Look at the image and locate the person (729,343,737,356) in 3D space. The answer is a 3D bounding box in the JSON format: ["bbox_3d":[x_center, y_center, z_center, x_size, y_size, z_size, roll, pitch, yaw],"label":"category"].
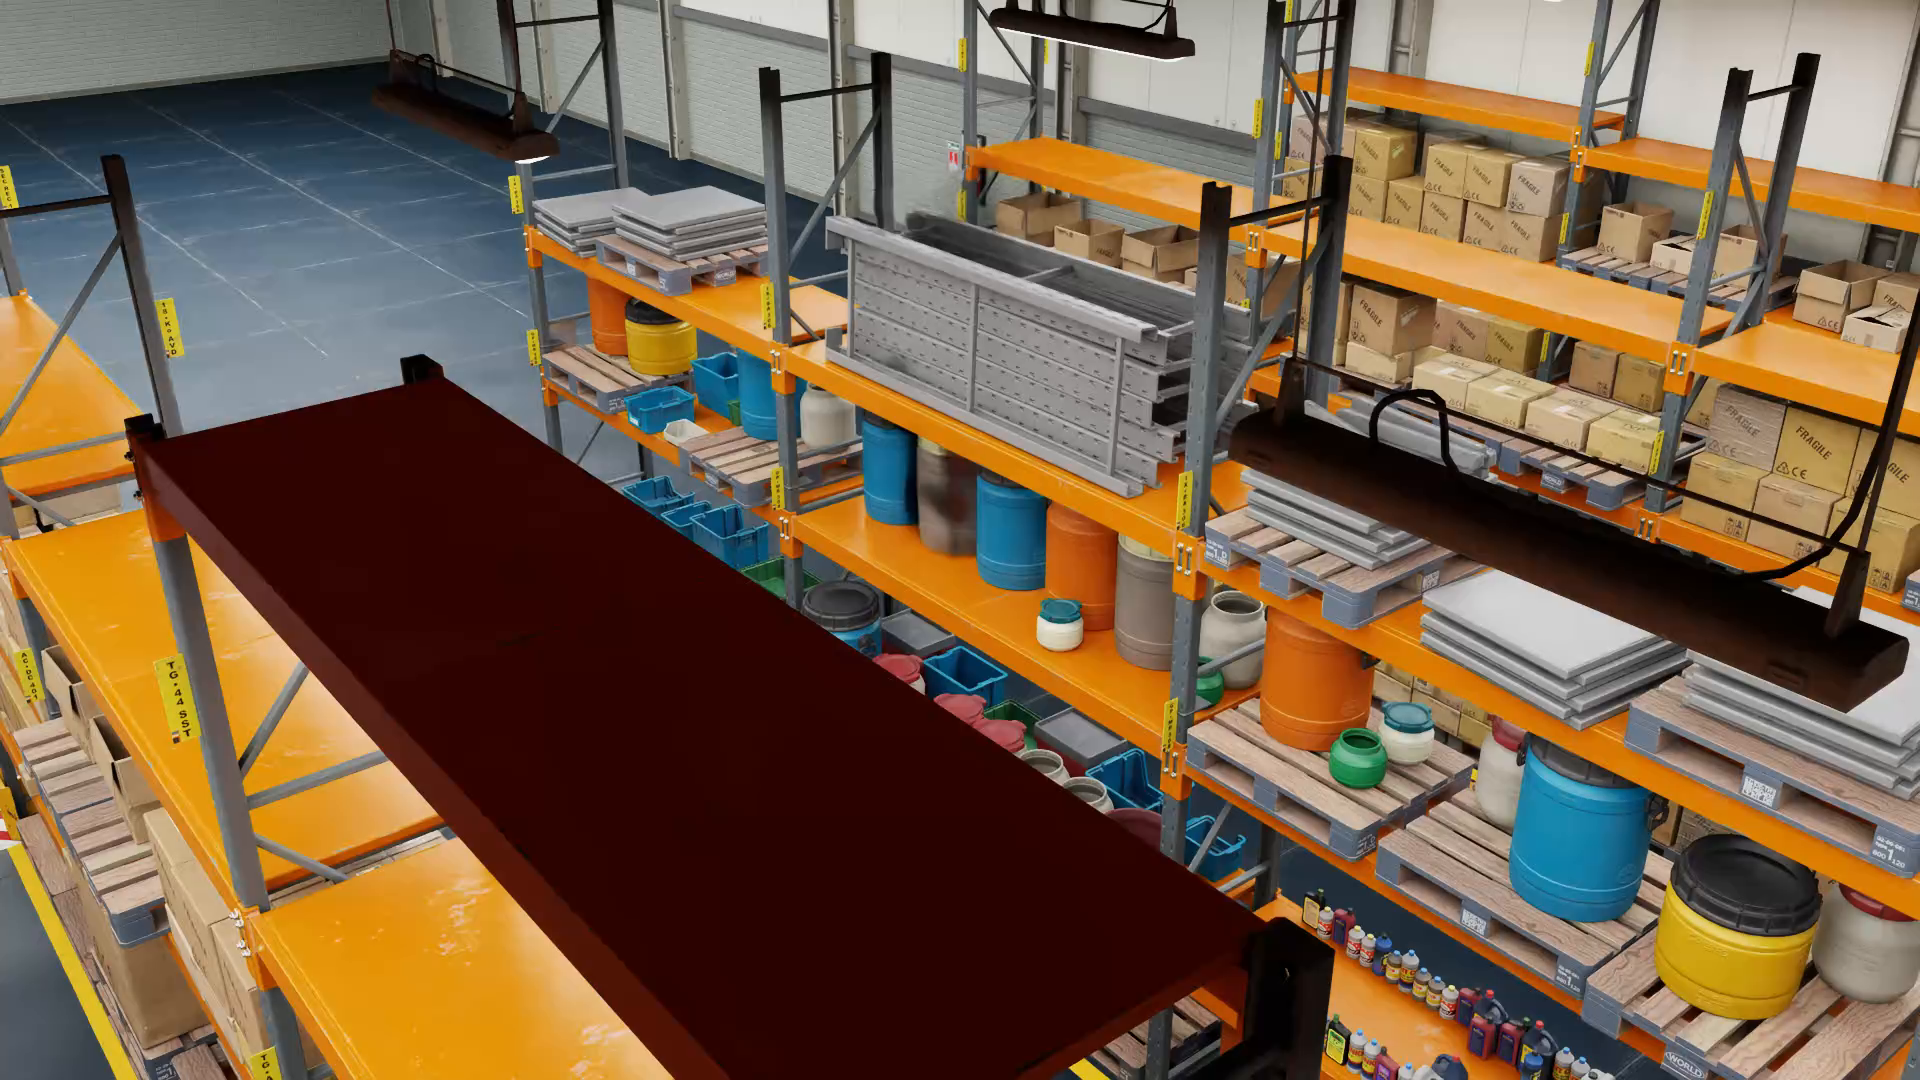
[{"bbox_3d":[-2.560,-1.629,19.744,0.585,1.633,0.586,-3,26,-6],"label":"person"}]
